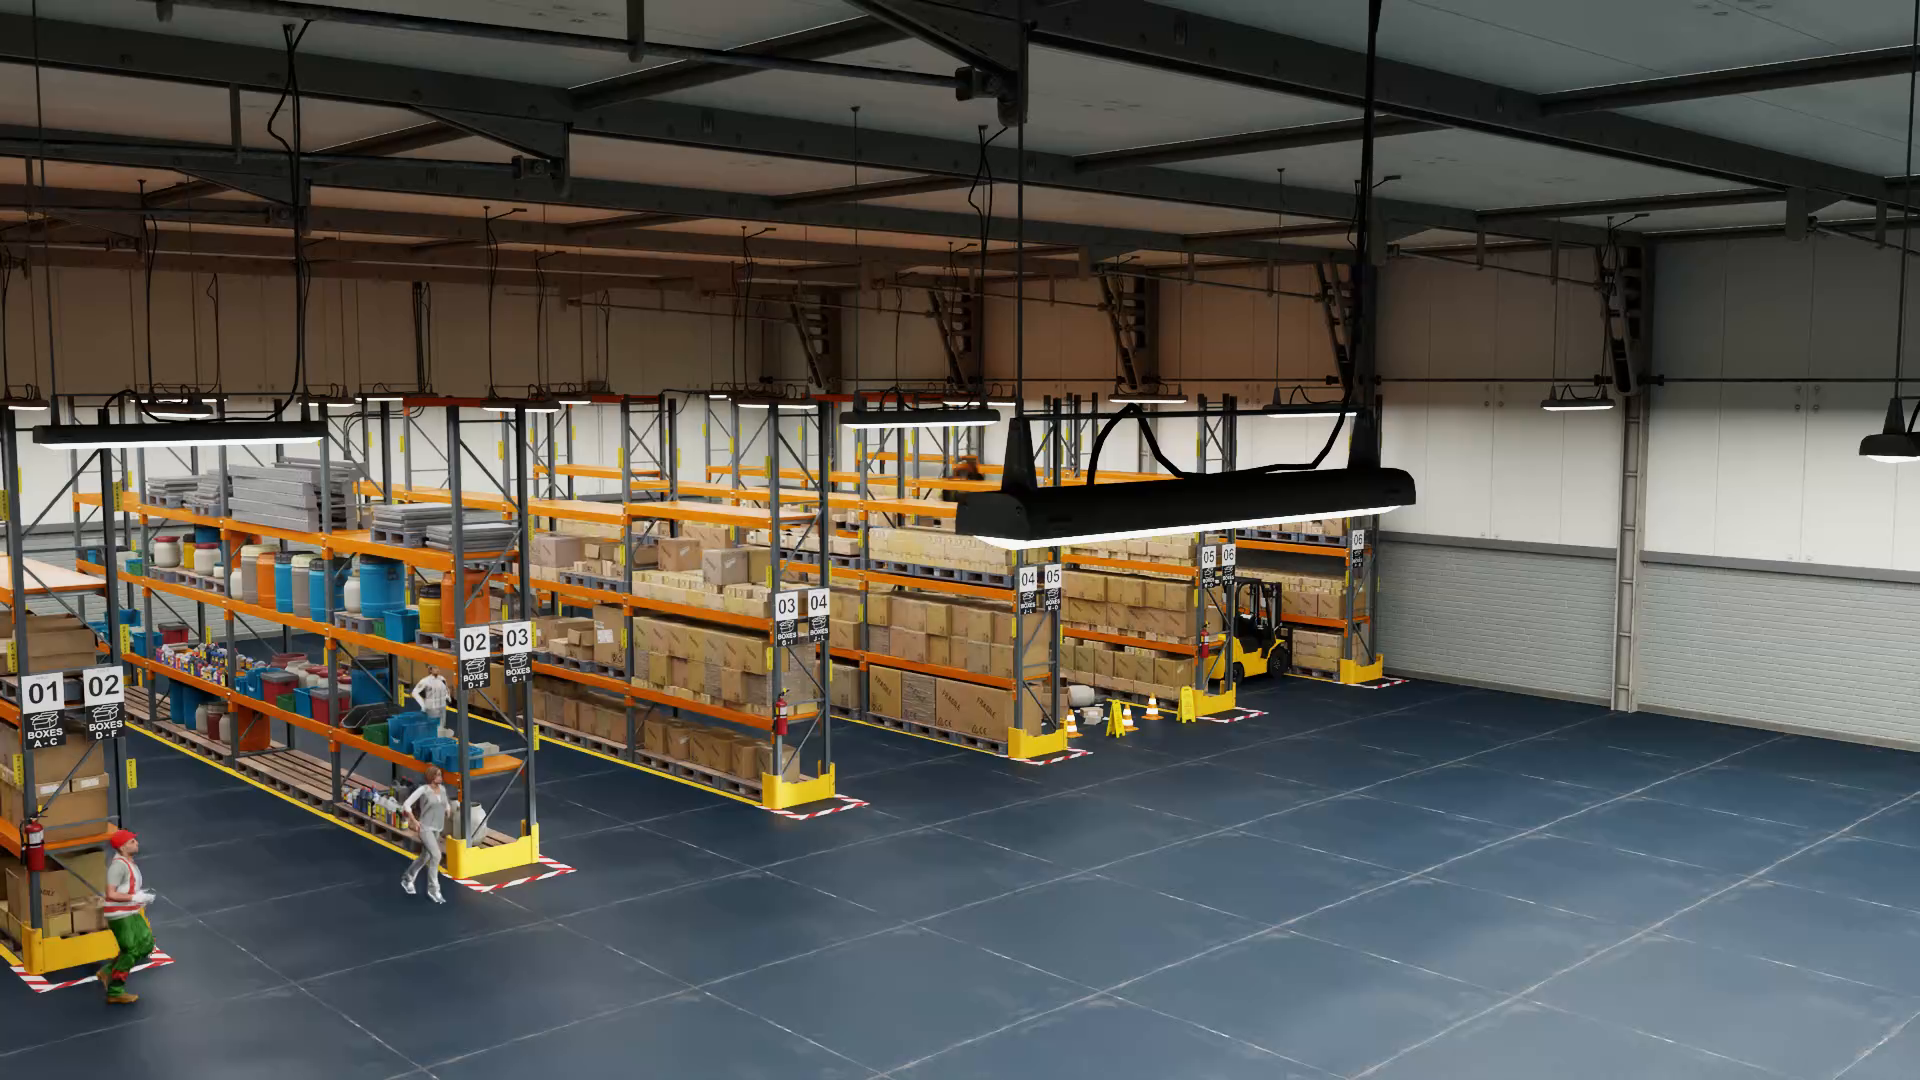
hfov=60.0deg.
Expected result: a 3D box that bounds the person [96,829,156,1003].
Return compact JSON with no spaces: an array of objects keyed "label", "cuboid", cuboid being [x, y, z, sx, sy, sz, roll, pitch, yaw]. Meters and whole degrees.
[{"label":"person","cuboid":[-8.527,3.824,17.040,0.621,1.728,0.679,-1,6,-12]}]

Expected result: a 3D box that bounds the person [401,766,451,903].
[{"label":"person","cuboid":[-6.509,3.581,20.396,0.699,1.620,0.523,2,6,20]}]

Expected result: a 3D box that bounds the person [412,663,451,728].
[{"label":"person","cuboid":[-8.731,2.816,27.780,0.562,1.657,0.599,3,7,32]}]
